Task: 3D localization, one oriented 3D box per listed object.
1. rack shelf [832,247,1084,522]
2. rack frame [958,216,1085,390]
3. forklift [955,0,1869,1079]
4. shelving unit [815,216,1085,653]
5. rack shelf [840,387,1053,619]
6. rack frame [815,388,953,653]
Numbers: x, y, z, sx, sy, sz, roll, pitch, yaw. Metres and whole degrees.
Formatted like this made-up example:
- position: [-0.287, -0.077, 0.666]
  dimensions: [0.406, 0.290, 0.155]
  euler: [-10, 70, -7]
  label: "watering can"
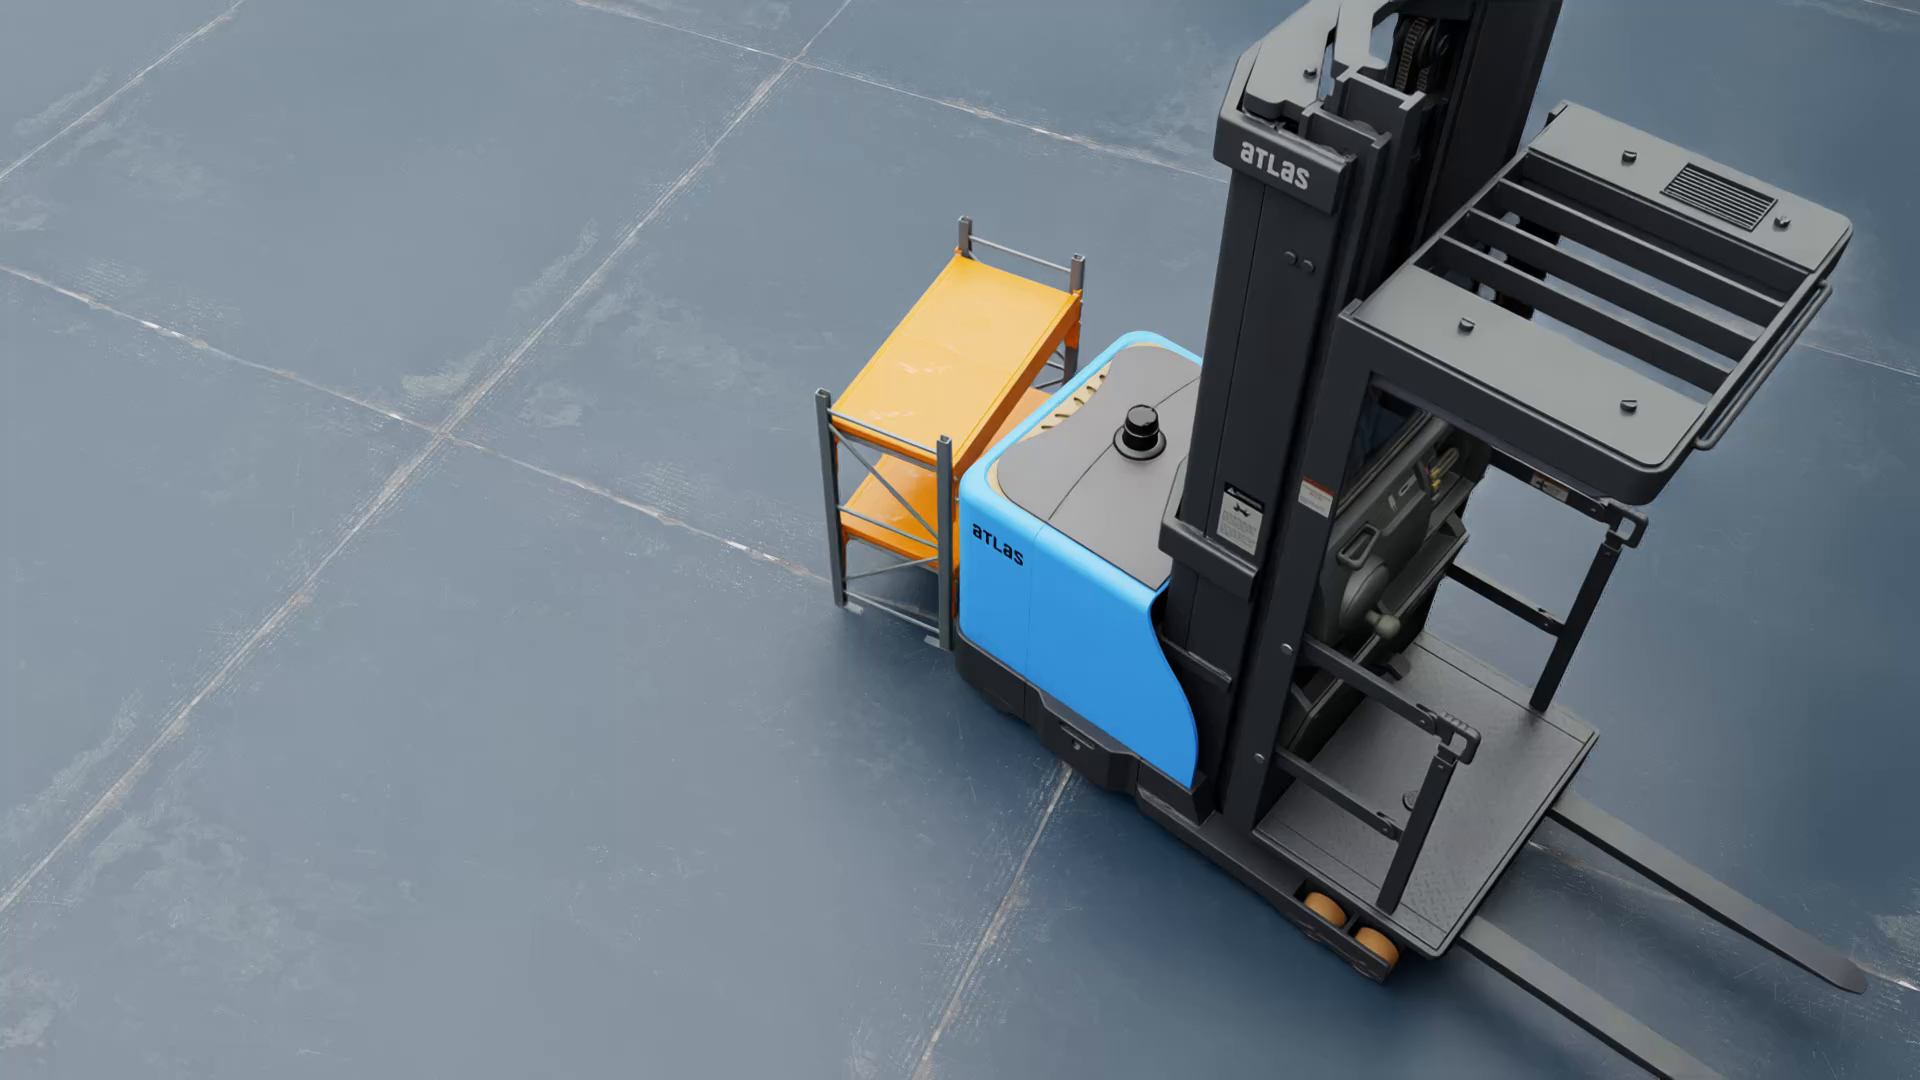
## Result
- position: [-0.016, -0.575, 5.932]
  dimensions: [0.538, 0.278, 1.000]
  euler: [22, 53, 18]
  label: "rack shelf"
- position: [0.221, -0.728, 6.446]
  dimensions: [0.500, 1.125, 0.032]
  euler: [22, 53, 18]
  label: "rack frame"
- position: [1.432, -0.002, 4.642]
  dimensions: [3.031, 2.935, 1.130]
  euler: [33, 57, 25]
  label: "forklift"
- position: [-0.016, -0.385, 6.155]
  dimensions: [0.538, 1.125, 1.048]
  euler: [22, 53, 18]
  label: "shelving unit"
- position: [-0.016, -0.227, 6.341]
  dimensions: [0.538, 0.278, 1.000]
  euler: [22, 53, 18]
  label: "rack shelf"
- position: [-0.253, -0.043, 5.863]
  dimensions: [0.500, 1.125, 0.032]
  euler: [22, 53, 18]
  label: "rack frame"
